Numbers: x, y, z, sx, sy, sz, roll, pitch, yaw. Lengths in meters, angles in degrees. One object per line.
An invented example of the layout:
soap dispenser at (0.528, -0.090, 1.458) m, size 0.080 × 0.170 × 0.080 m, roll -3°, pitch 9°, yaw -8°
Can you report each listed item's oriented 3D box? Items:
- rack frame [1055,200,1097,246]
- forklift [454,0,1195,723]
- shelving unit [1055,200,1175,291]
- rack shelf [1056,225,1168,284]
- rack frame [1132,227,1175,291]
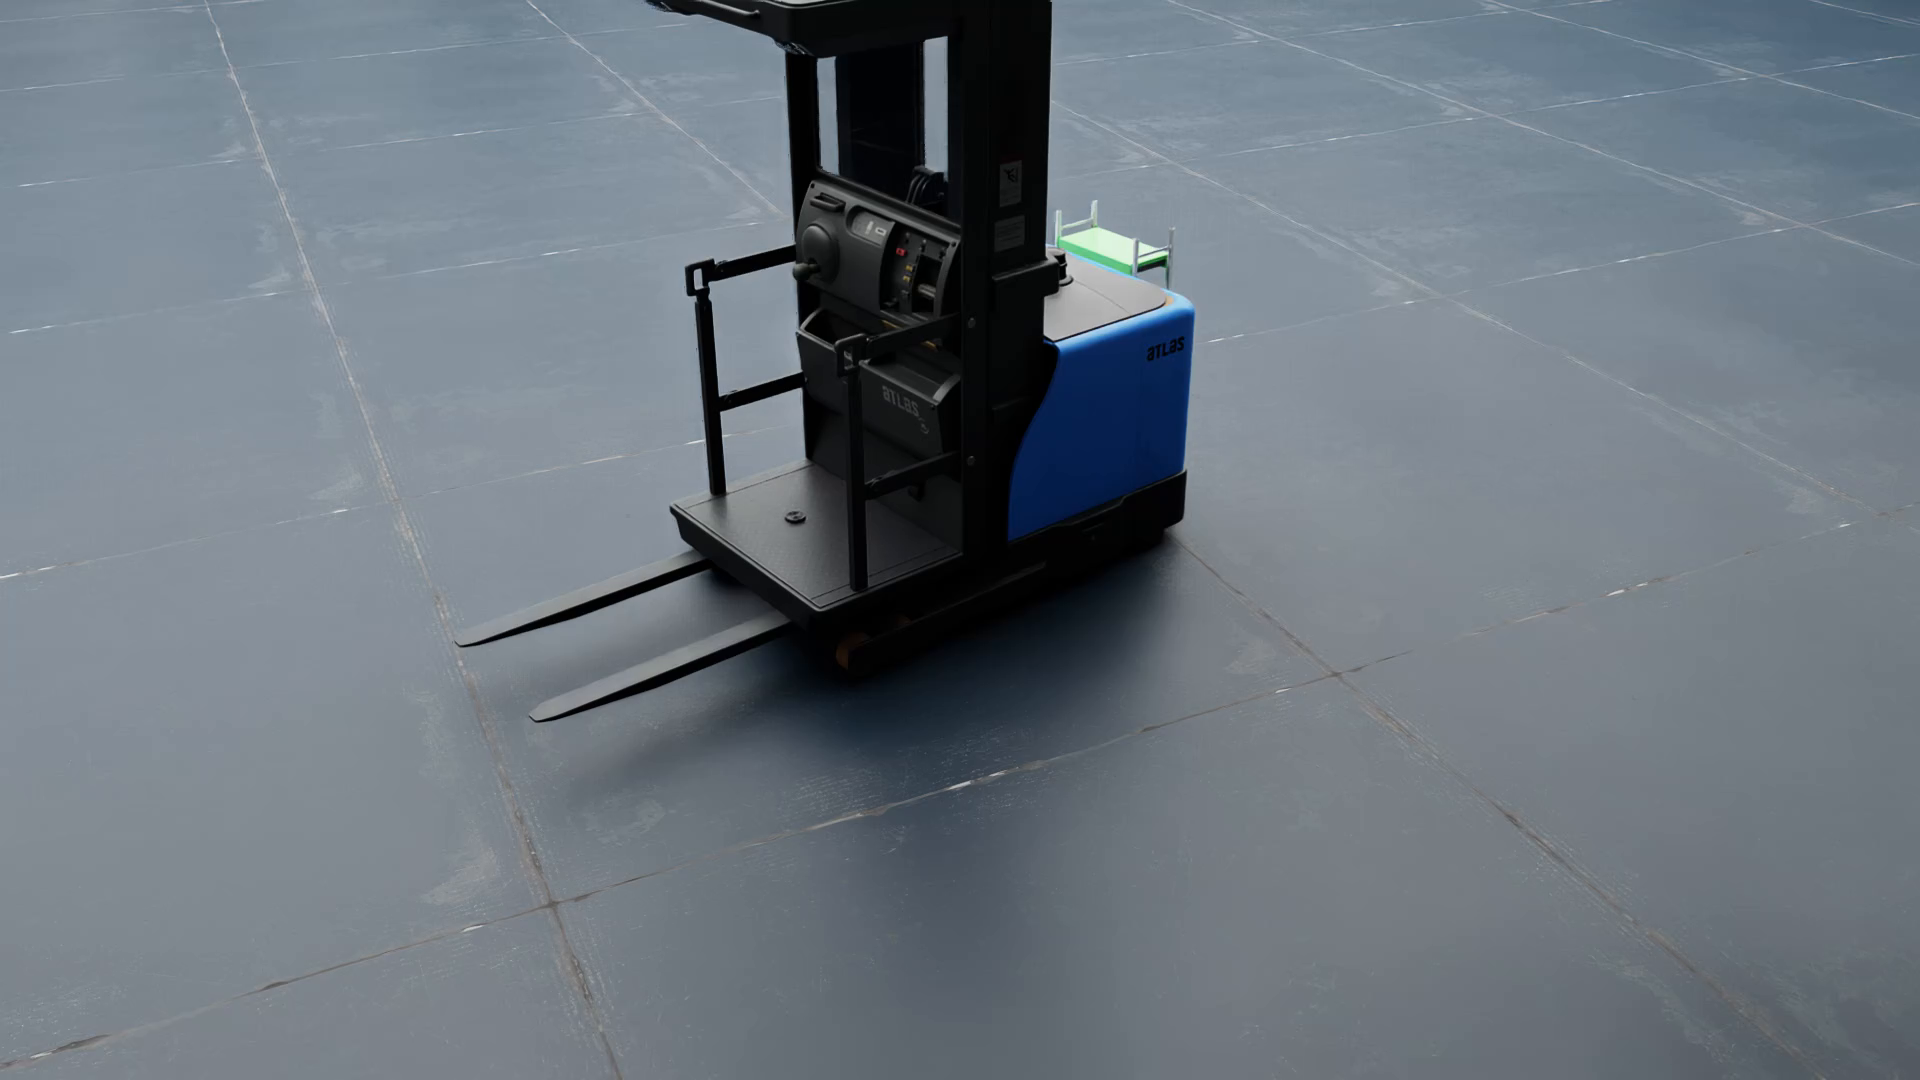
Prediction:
rack frame at (0.526, -0.978, 7.767) m, size 0.240 × 1.200 × 0.015 m, roll -22°, pitch 36°, yaw -34°
forklift at (-0.482, -1.054, 6.133) m, size 3.031 × 2.935 × 1.130 m, roll -22°, pitch 36°, yaw -33°
shelving unit at (0.681, -0.886, 7.603) m, size 0.258 × 1.200 × 0.503 m, roll -22°, pitch 36°, yaw -34°
rack shelf at (0.681, -1.249, 7.399) m, size 0.258 × 0.148 × 0.480 m, roll -22°, pitch 36°, yaw -34°
rack frame at (0.836, -0.793, 7.438) m, size 0.240 × 1.200 × 0.015 m, roll -22°, pitch 36°, yaw -34°
